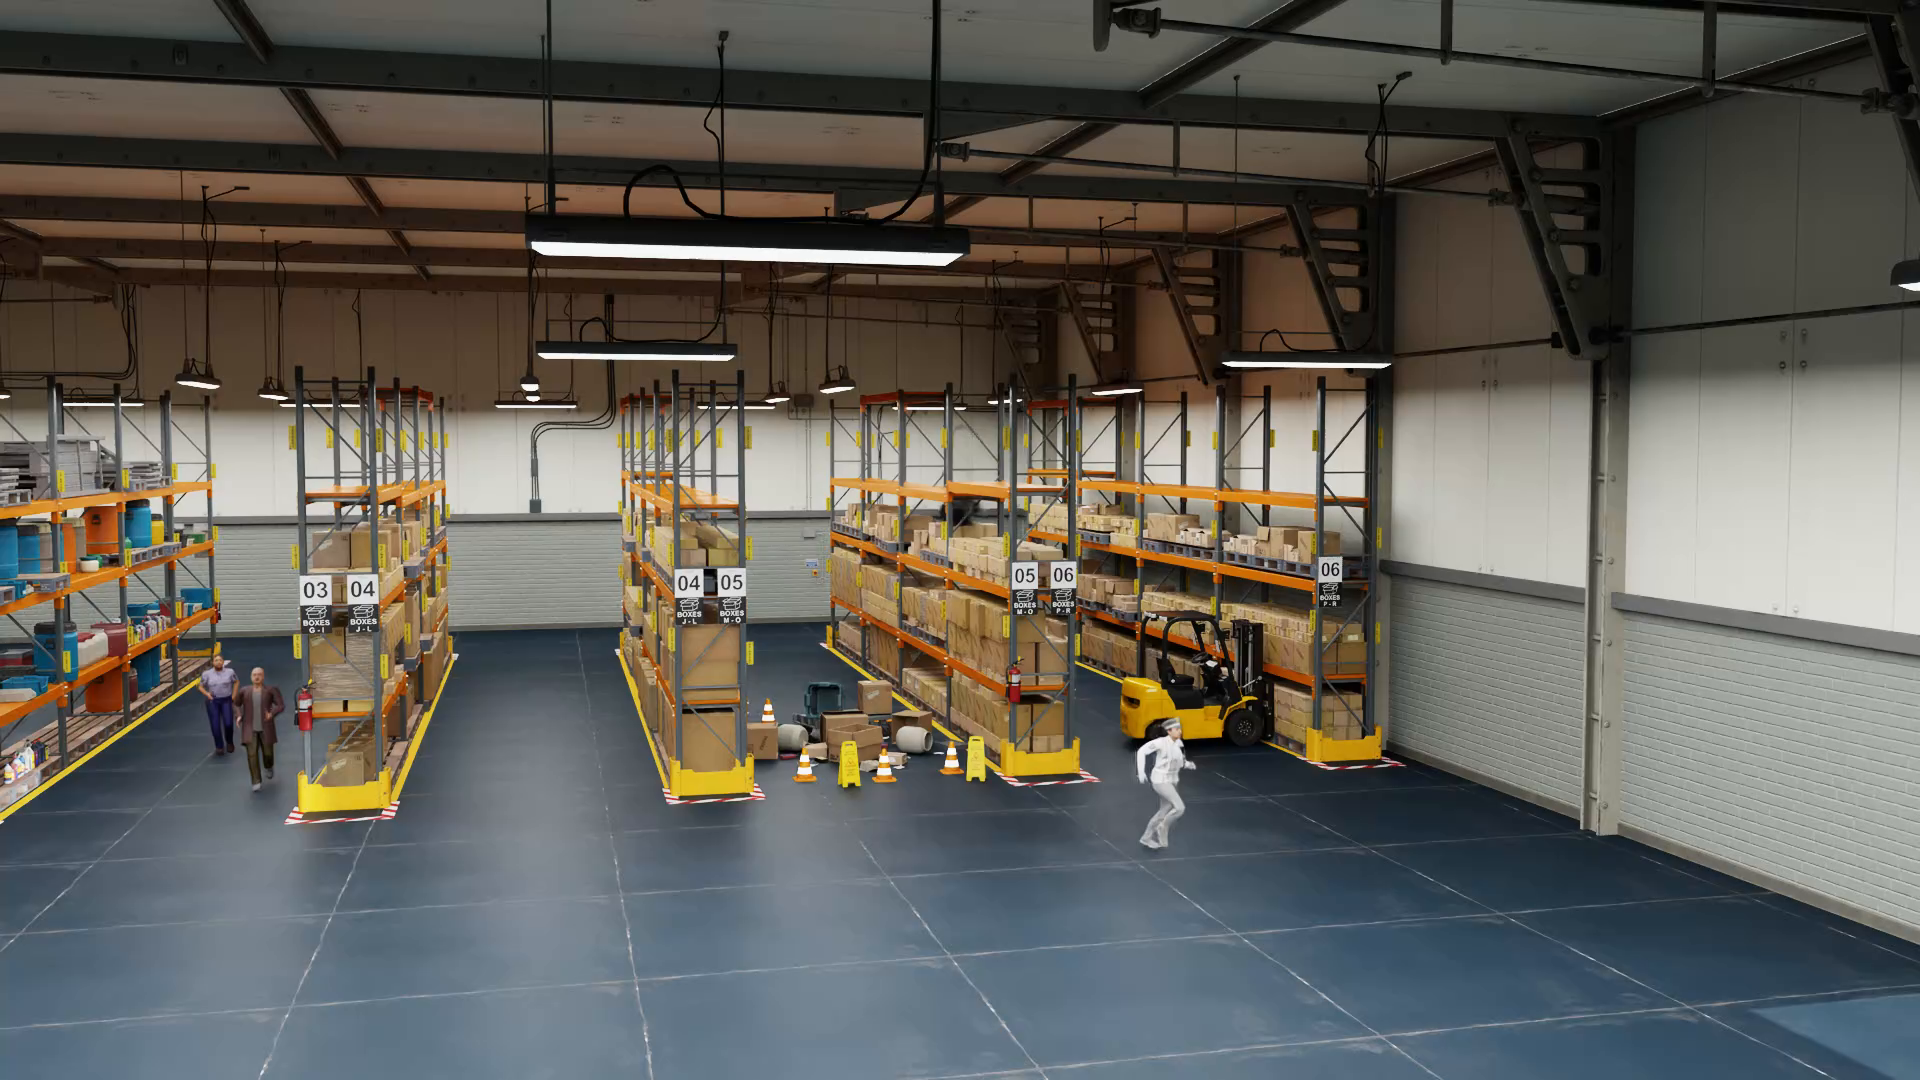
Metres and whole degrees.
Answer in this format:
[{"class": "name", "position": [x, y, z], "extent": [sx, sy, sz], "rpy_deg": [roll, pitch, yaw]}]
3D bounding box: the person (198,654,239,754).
[{"class": "person", "position": [-11.763, 2.614, 26.410], "extent": [0.604, 1.610, 0.571], "rpy_deg": [-1, 4, -24]}]

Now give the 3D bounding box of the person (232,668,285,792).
[{"class": "person", "position": [-10.100, 2.705, 23.924], "extent": [0.715, 1.737, 0.840], "rpy_deg": [-1, 4, -17]}]

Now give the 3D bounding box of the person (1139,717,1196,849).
[{"class": "person", "position": [2.496, 2.955, 20.150], "extent": [0.721, 1.642, 0.549], "rpy_deg": [3, 5, 43]}]
